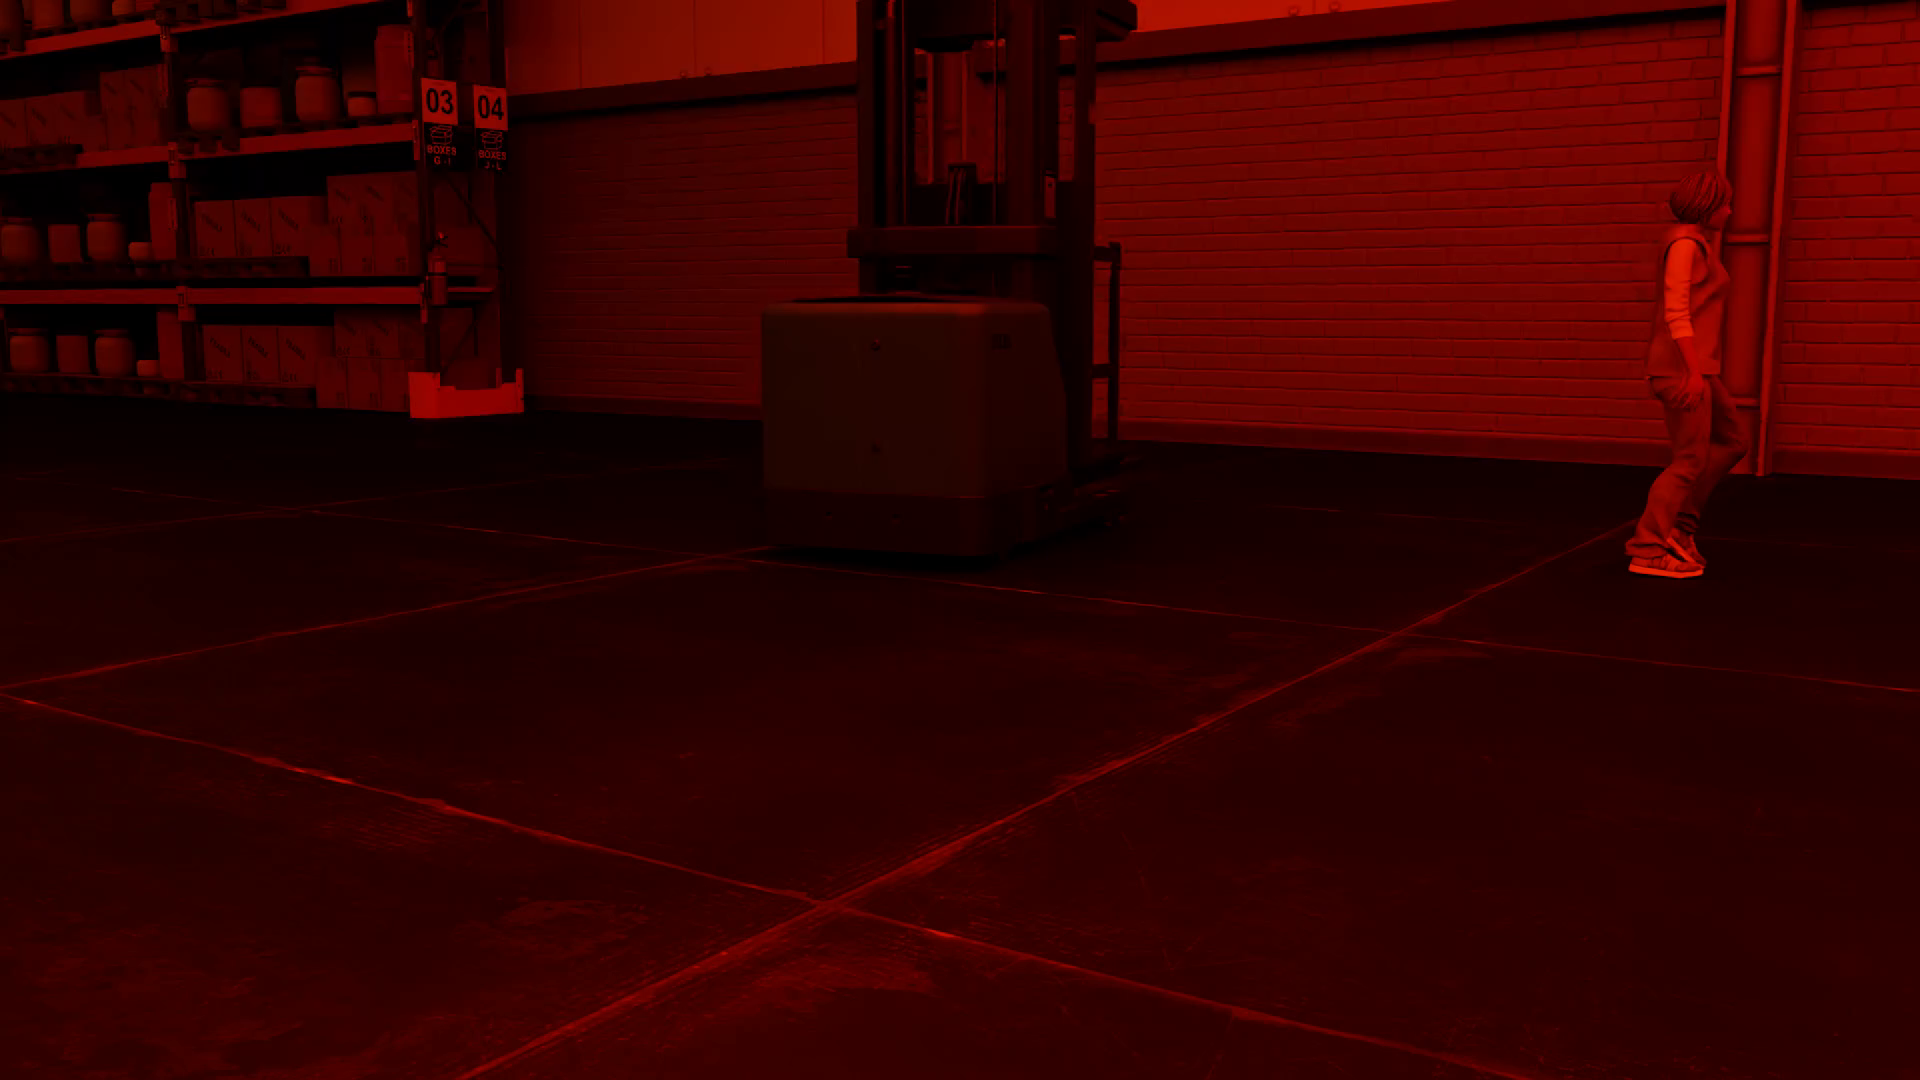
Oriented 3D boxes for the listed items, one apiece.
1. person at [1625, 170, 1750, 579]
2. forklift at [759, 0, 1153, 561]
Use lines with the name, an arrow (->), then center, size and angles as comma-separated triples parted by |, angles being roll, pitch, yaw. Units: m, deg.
person -> 2.876, -0.636, 6.501 | 0.447, 1.584, 0.519 | 3, 9, 19
forklift -> 0.193, -1.534, 7.983 | 1.130, 2.935, 3.031 | 3, 9, 23
